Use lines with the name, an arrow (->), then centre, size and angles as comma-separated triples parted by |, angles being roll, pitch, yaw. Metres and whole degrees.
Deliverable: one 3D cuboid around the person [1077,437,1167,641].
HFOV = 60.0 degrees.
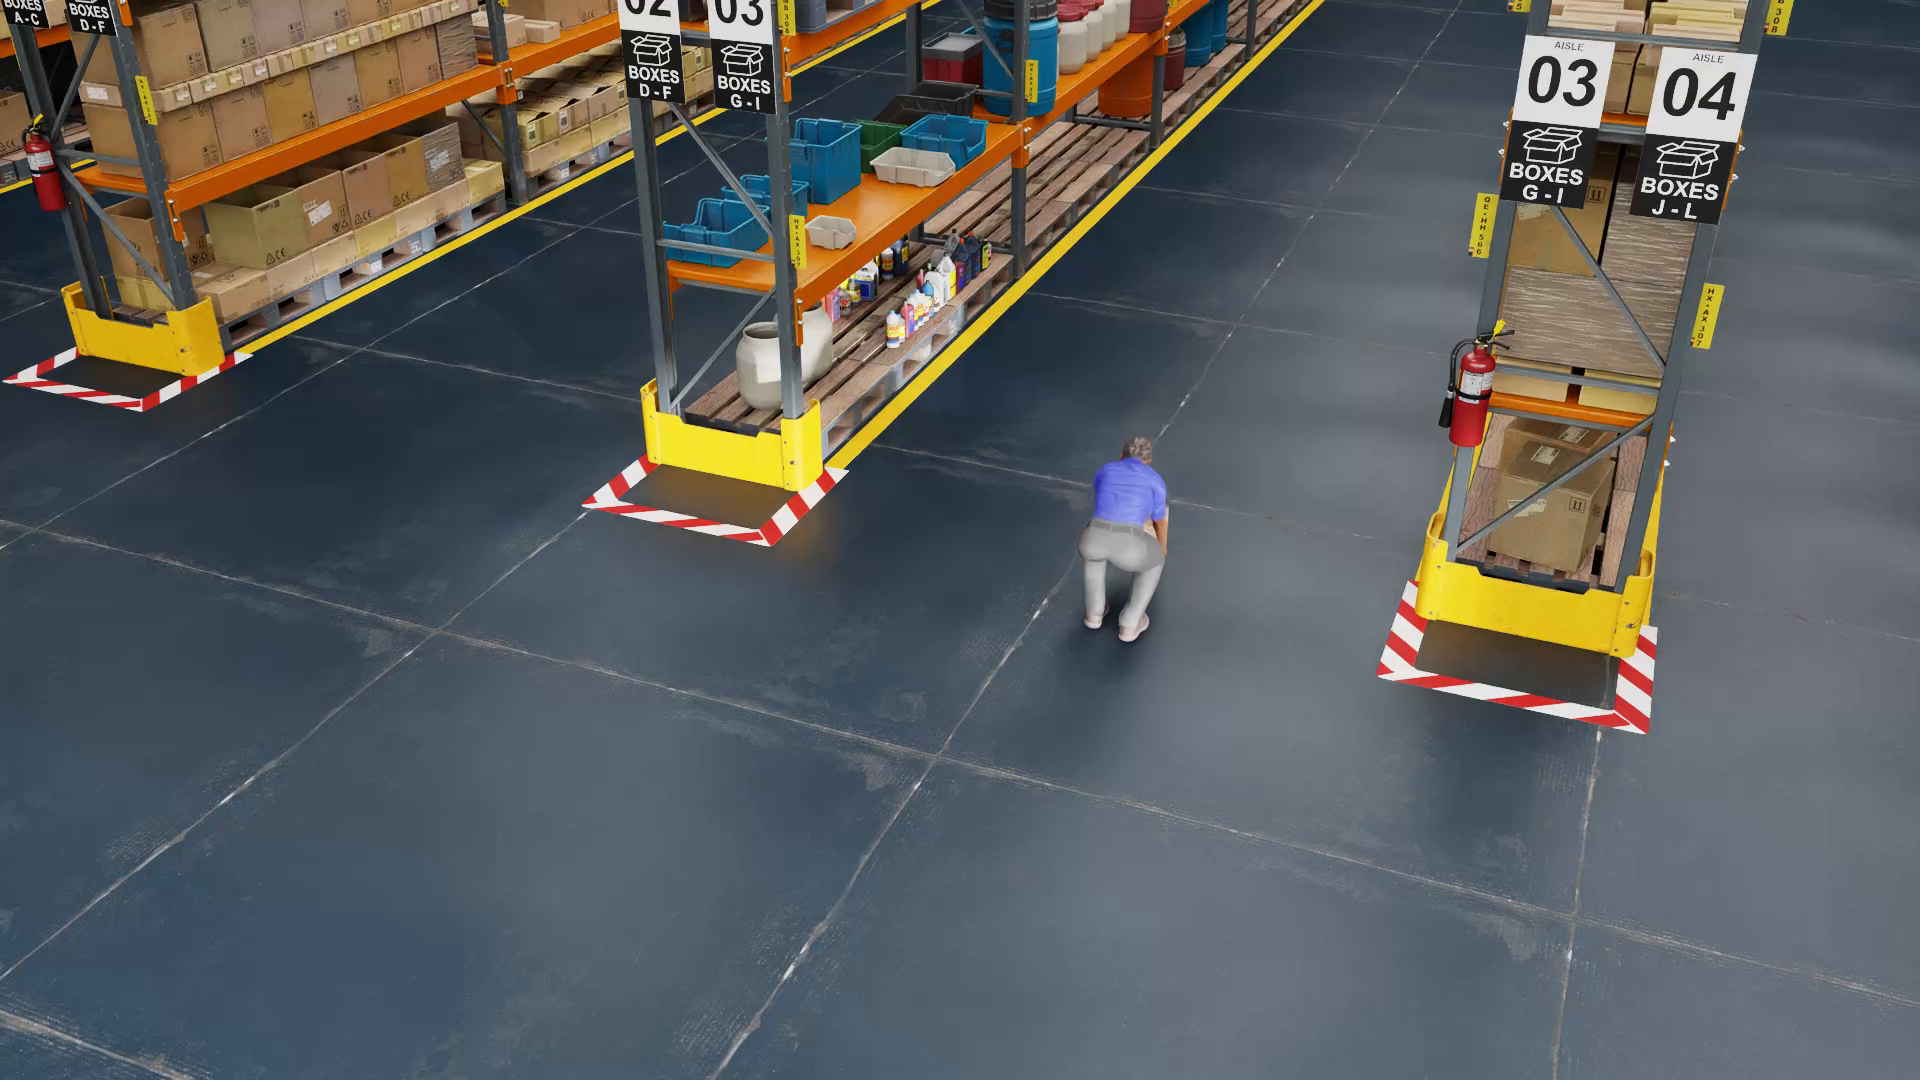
person -> 0.902, -0.001, 9.125 | 0.456, 0.941, 0.865 | 10, 31, 17
